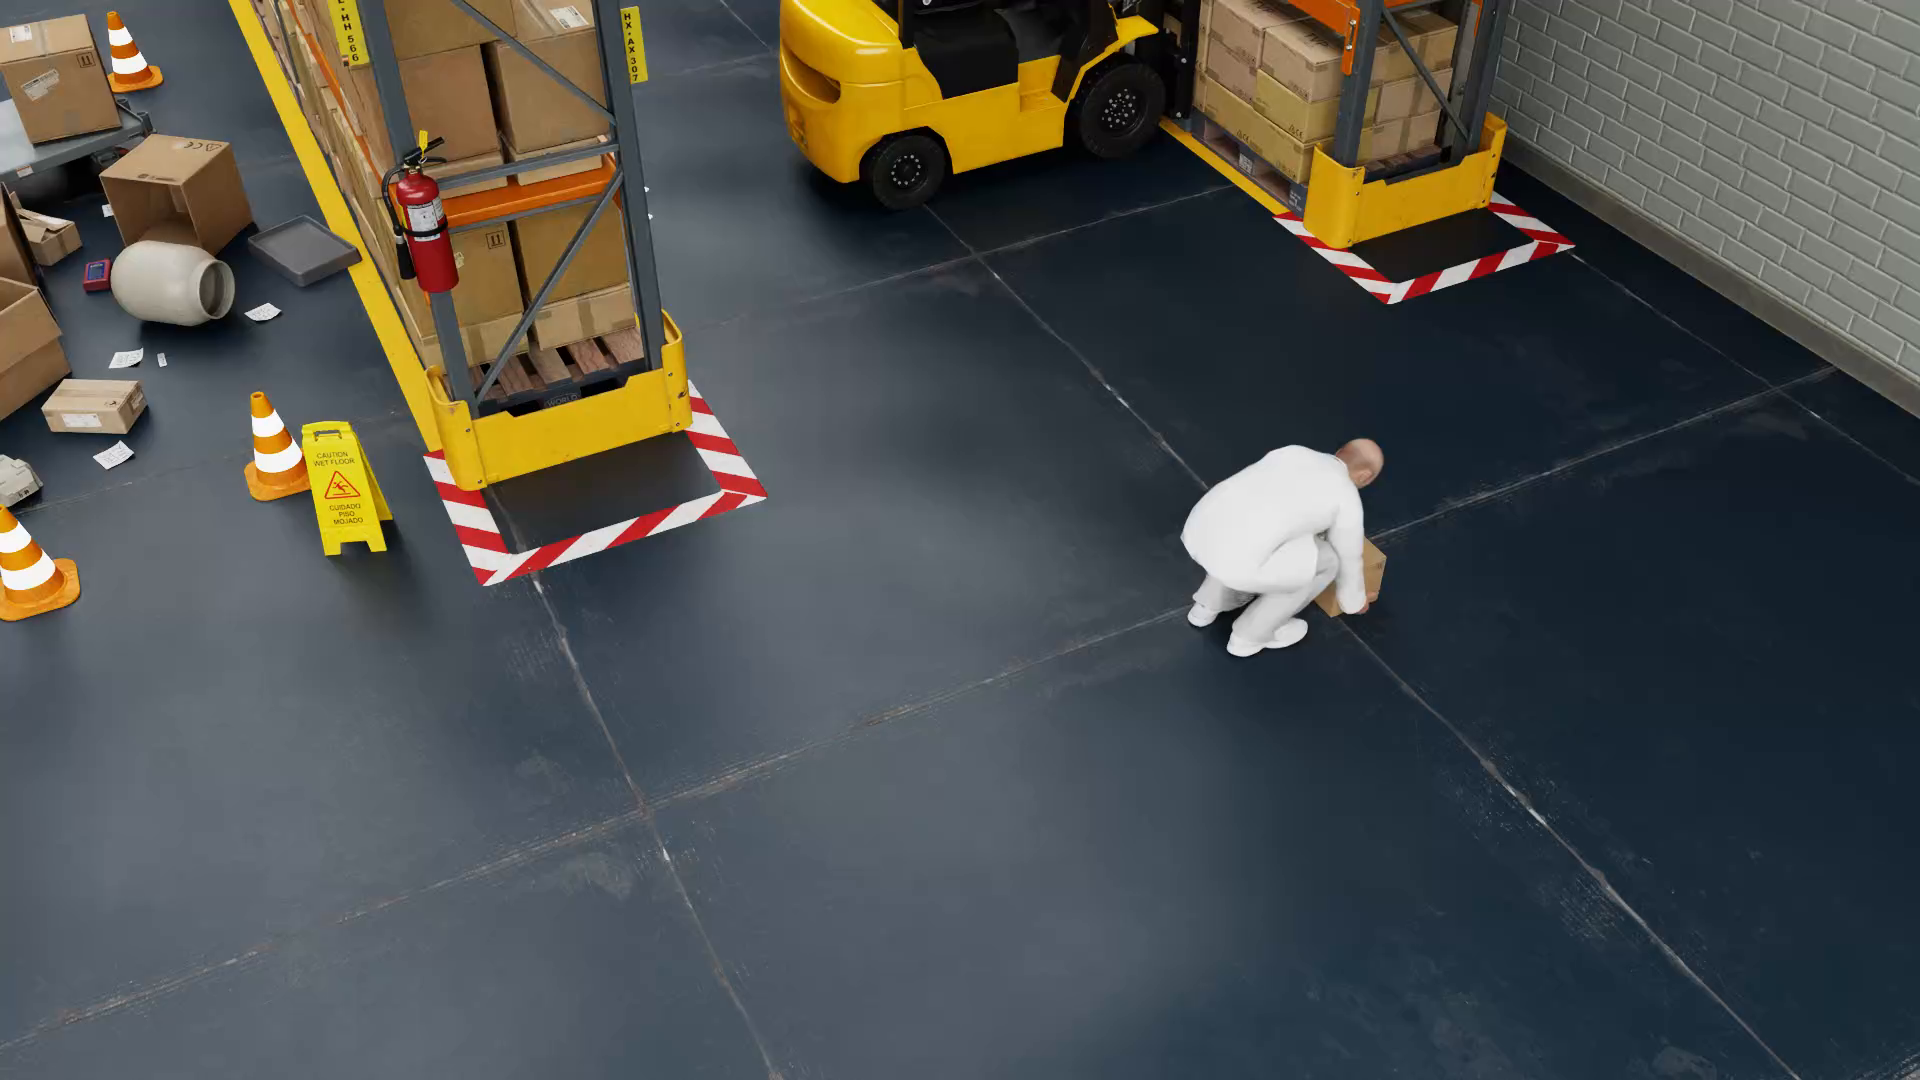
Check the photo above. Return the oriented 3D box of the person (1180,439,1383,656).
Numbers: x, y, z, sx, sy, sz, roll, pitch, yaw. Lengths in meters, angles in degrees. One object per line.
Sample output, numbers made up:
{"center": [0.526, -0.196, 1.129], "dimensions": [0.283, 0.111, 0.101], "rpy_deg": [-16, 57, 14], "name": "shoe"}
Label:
{"center": [1.336, 0.031, 6.895], "dimensions": [0.947, 0.824, 0.577], "rpy_deg": [-20, 45, -22], "name": "person"}
